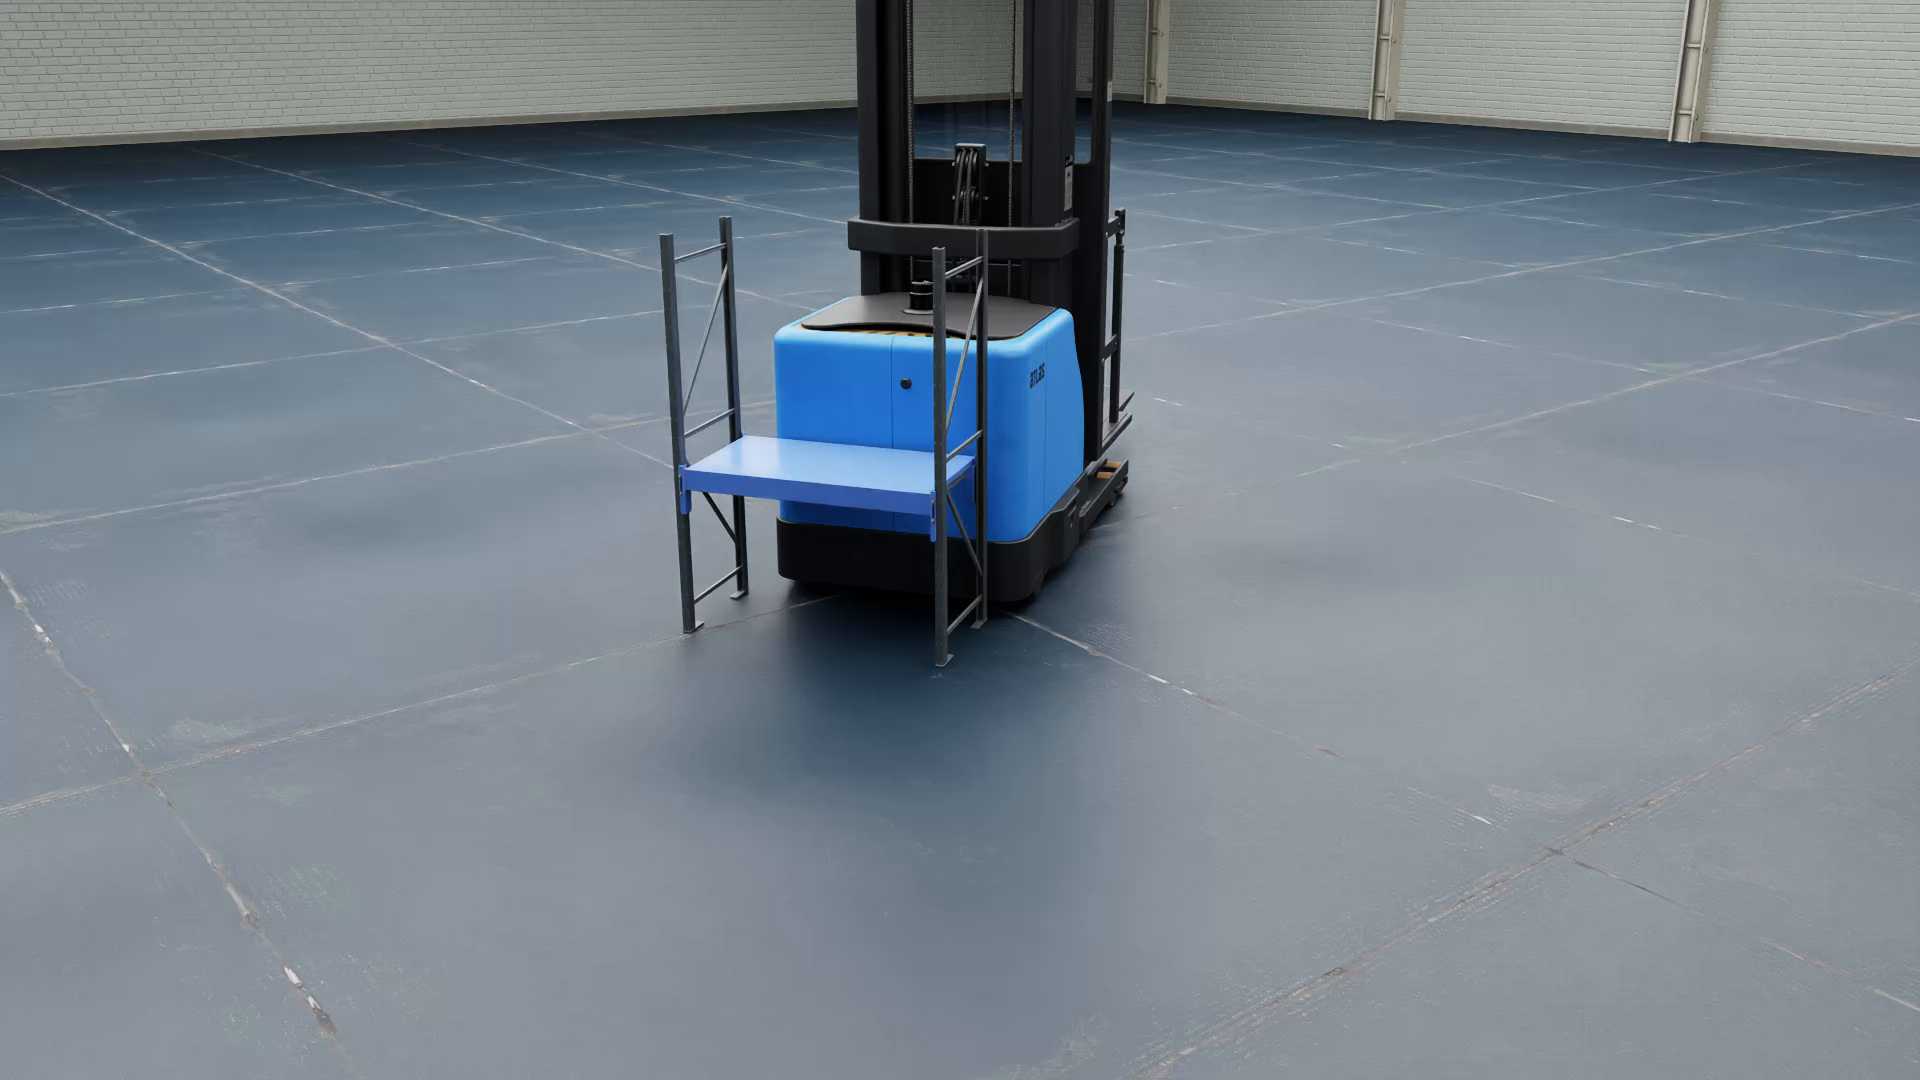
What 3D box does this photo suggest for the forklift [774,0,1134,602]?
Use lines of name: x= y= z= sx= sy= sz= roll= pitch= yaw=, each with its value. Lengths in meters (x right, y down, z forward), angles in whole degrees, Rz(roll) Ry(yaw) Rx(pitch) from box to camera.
forklift: x=0.183 y=-1.579 z=7.467 sx=1.130 sy=2.935 sz=3.031 roll=6 pitch=19 yaw=16

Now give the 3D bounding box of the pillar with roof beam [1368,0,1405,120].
pillar with roof beam: x=4.529 y=-11.314 z=27.216 sx=9.100 sy=9.000 sz=0.400 roll=-14 pitch=23 yaw=-36

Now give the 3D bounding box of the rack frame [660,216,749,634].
rack frame: x=-0.954 y=-0.433 z=6.276 sx=0.032 sy=1.500 sz=0.500 roll=6 pitch=20 yaw=18

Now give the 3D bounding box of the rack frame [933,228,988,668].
rack frame: x=0.007 y=-0.328 z=5.959 sx=0.032 sy=1.500 sz=0.500 roll=6 pitch=20 yaw=18

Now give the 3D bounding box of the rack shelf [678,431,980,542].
rack shelf: x=-0.473 y=-0.210 z=6.175 sx=1.000 sy=0.185 sz=0.538 roll=6 pitch=20 yaw=18

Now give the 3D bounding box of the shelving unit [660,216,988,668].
shelving unit: x=-0.474 y=-0.380 z=6.118 sx=1.048 sy=1.500 sz=0.538 roll=6 pitch=20 yaw=18

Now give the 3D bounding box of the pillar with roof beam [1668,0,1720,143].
pillar with roof beam: x=8.255 y=-9.836 z=22.751 sx=9.100 sy=9.000 sz=0.400 roll=-14 pitch=23 yaw=-36

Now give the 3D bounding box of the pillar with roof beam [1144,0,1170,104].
pillar with roof beam: x=0.804 y=-12.793 z=31.681 sx=9.100 sy=9.000 sz=0.400 roll=-14 pitch=23 yaw=-36
